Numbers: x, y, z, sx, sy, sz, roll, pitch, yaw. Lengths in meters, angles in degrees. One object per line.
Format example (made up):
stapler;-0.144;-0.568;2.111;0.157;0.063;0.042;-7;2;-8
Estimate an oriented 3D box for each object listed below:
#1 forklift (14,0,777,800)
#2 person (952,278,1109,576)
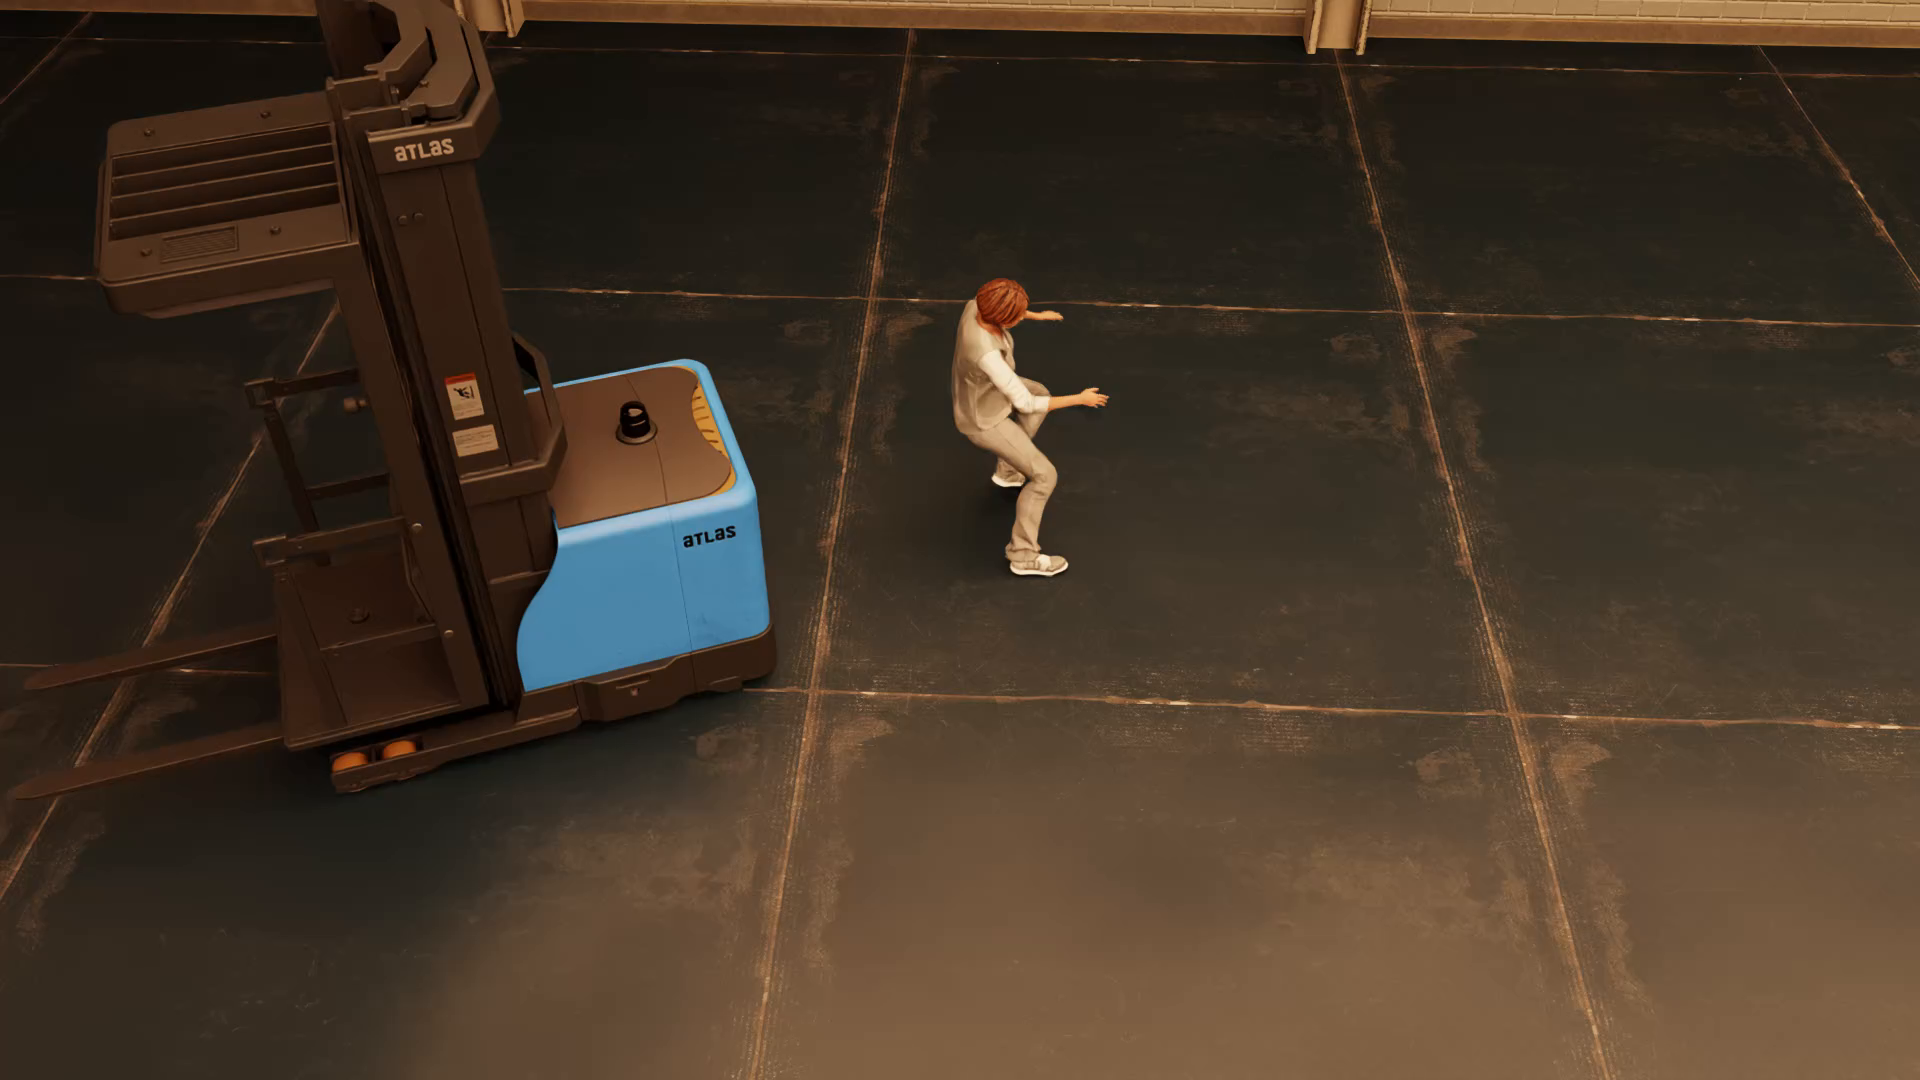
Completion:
forklift;-2.368;-0.458;6.244;3.031;2.935;1.130;-13;44;-14
person;0.305;-0.618;7.557;0.680;1.391;0.828;-1;42;-1
